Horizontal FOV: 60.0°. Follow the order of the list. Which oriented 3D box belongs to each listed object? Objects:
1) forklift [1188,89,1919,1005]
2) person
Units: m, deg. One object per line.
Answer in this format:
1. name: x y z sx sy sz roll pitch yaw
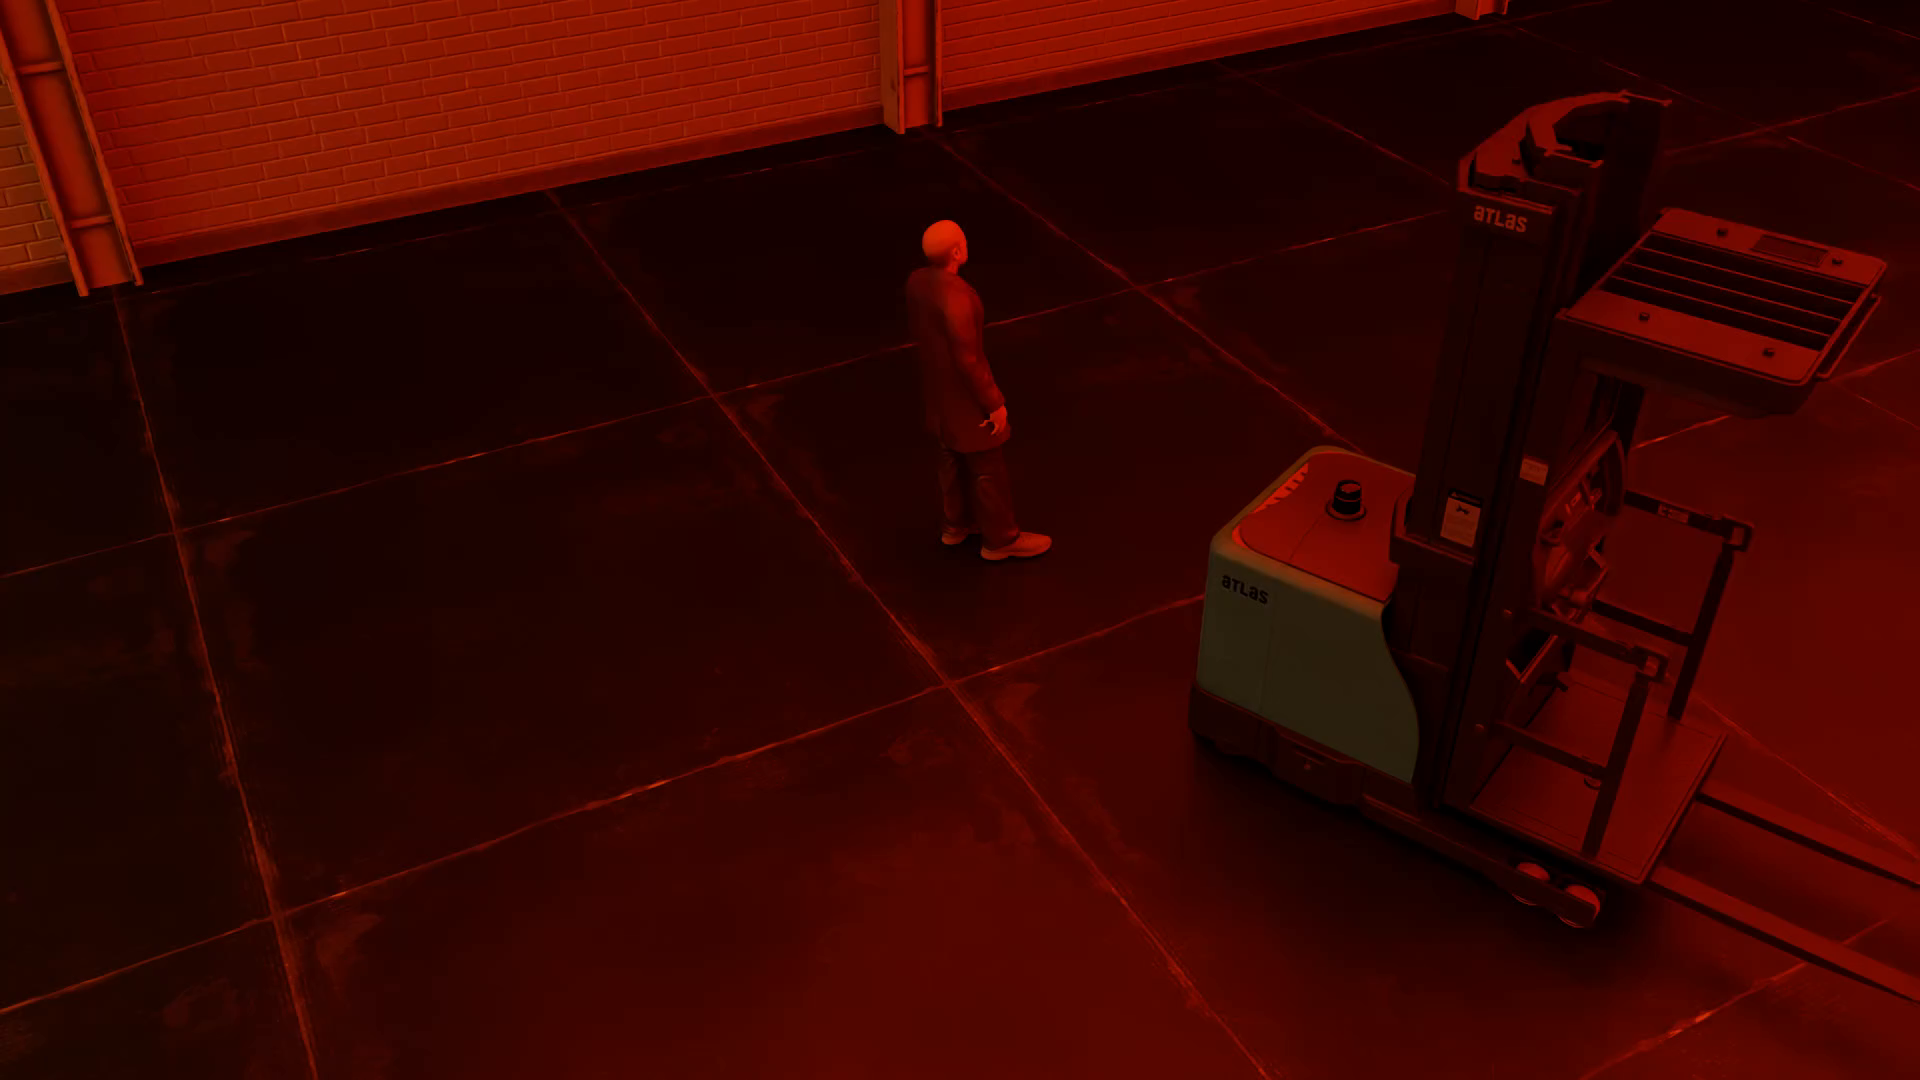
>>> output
1. forklift: 2.494 -0.029 6.165 3.031 2.935 1.130 24 42 30
2. person: 0.082 -0.754 8.176 0.582 1.775 0.696 -17 39 -23
